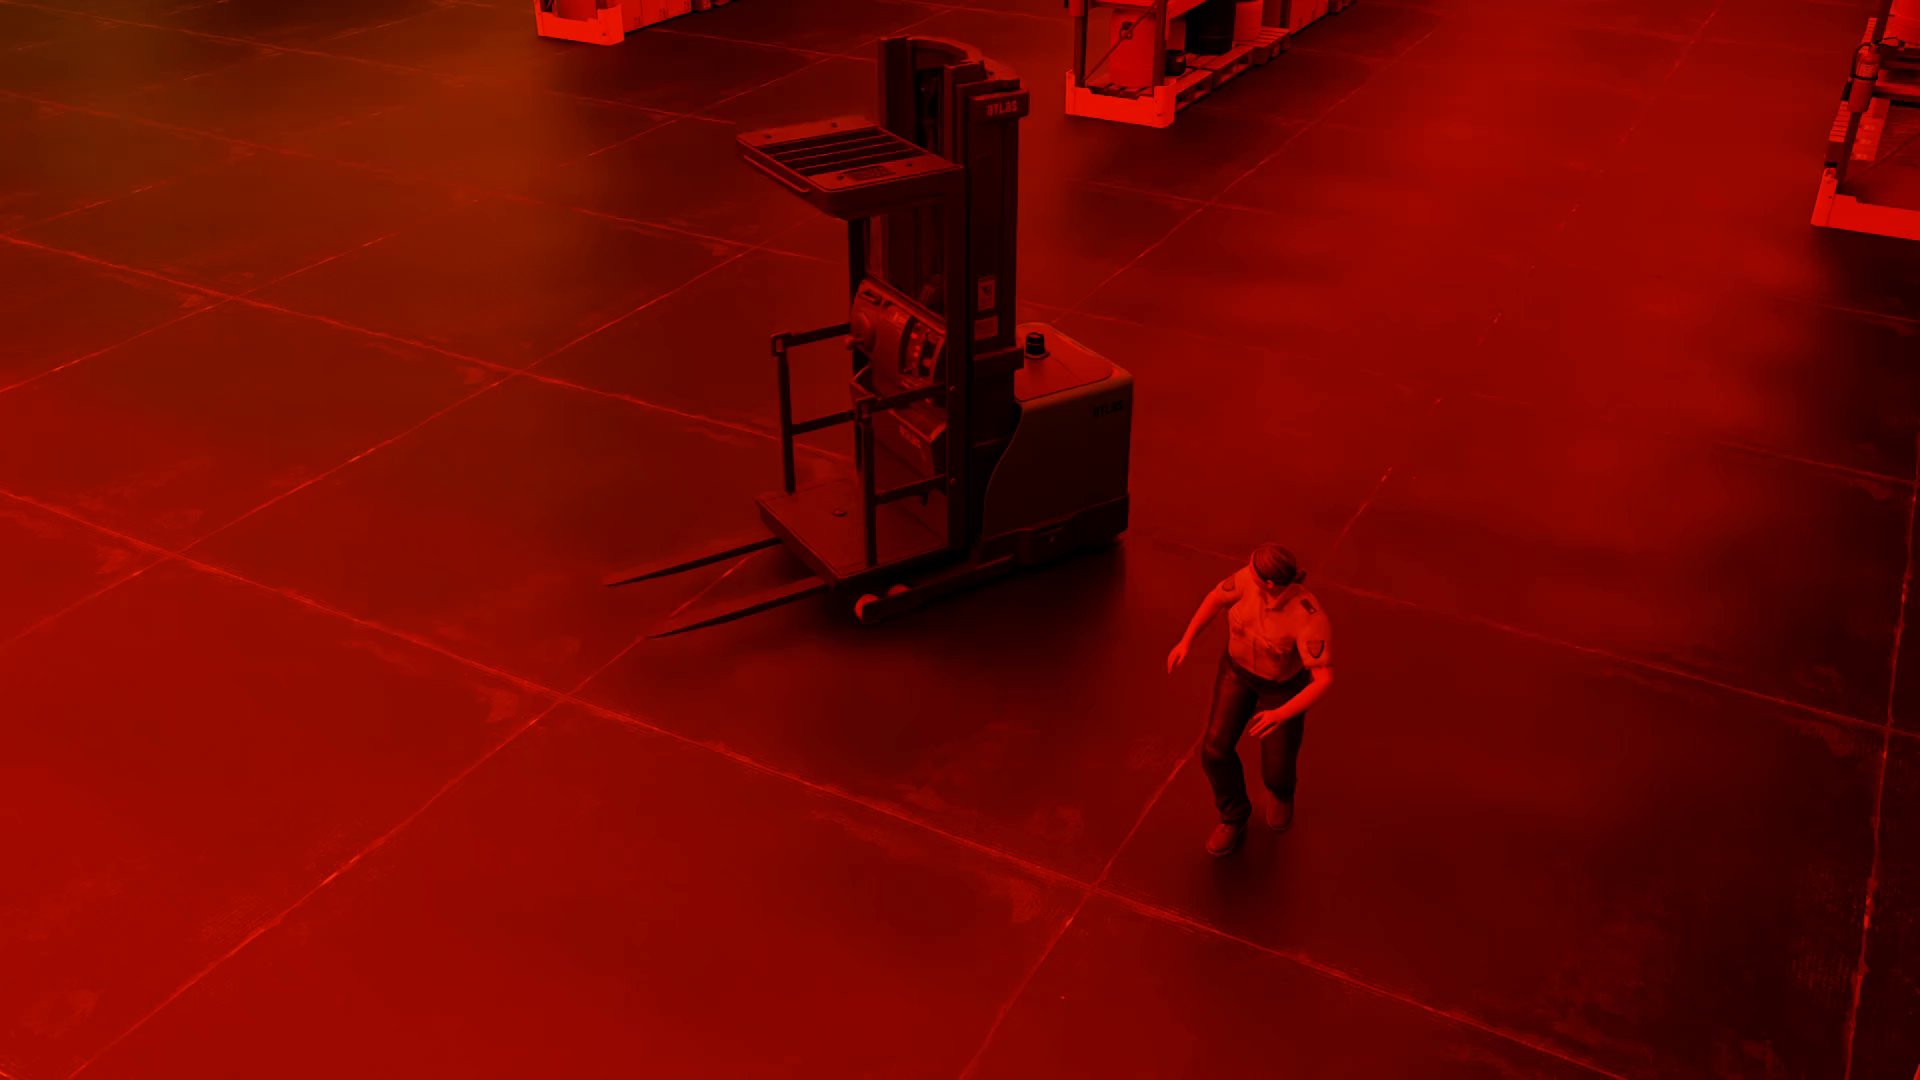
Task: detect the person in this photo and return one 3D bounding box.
[{"bbox_3d":[1.260,0.685,7.277,0.779,1.541,0.740,20,35,30],"label":"person"}]

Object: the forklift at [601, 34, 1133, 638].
[{"bbox_3d":[-0.518,-1.105,8.985,3.031,2.935,1.130,-17,34,-27],"label":"forklift"}]
